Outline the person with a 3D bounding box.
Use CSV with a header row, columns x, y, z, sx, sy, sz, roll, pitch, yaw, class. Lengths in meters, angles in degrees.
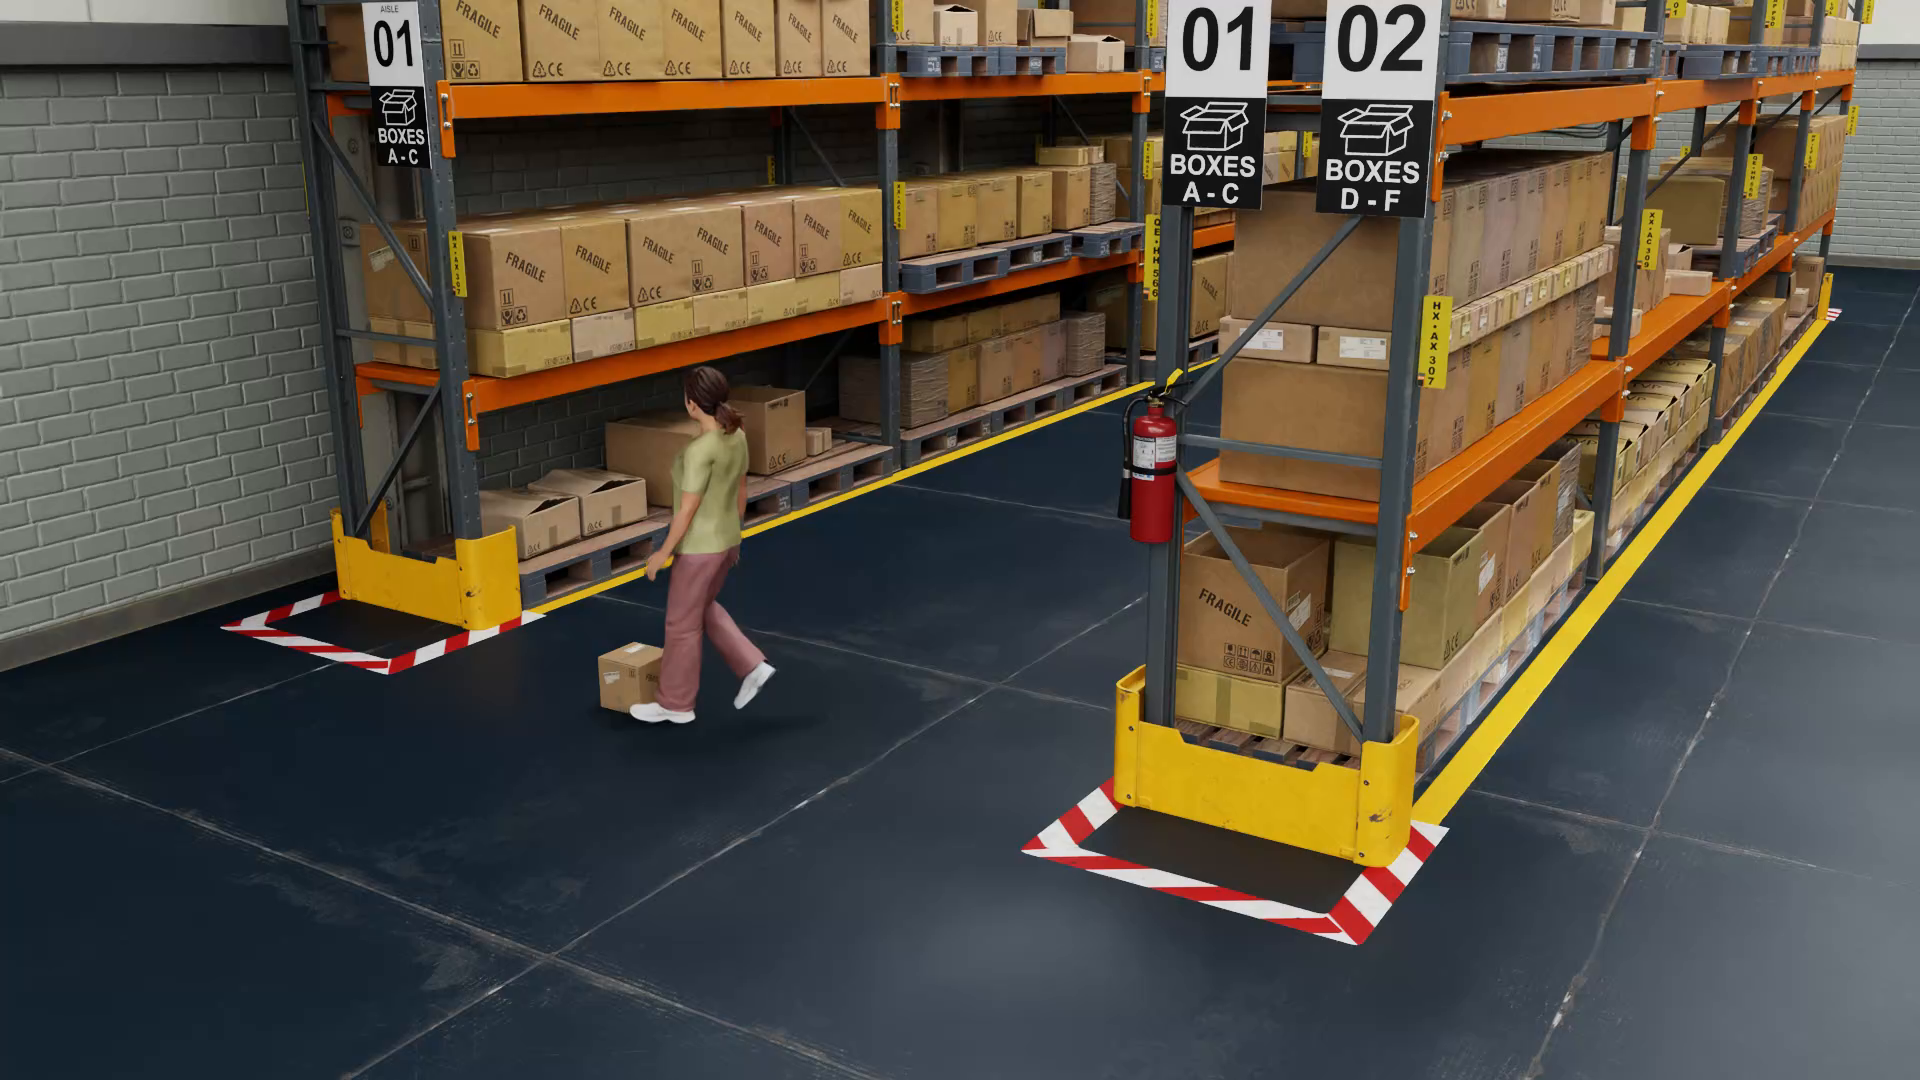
x,y,z,sx,sy,sz,roll,pitch,yaw,class
-1.186,0.036,7.406,0.668,1.656,0.496,6,17,19,person
